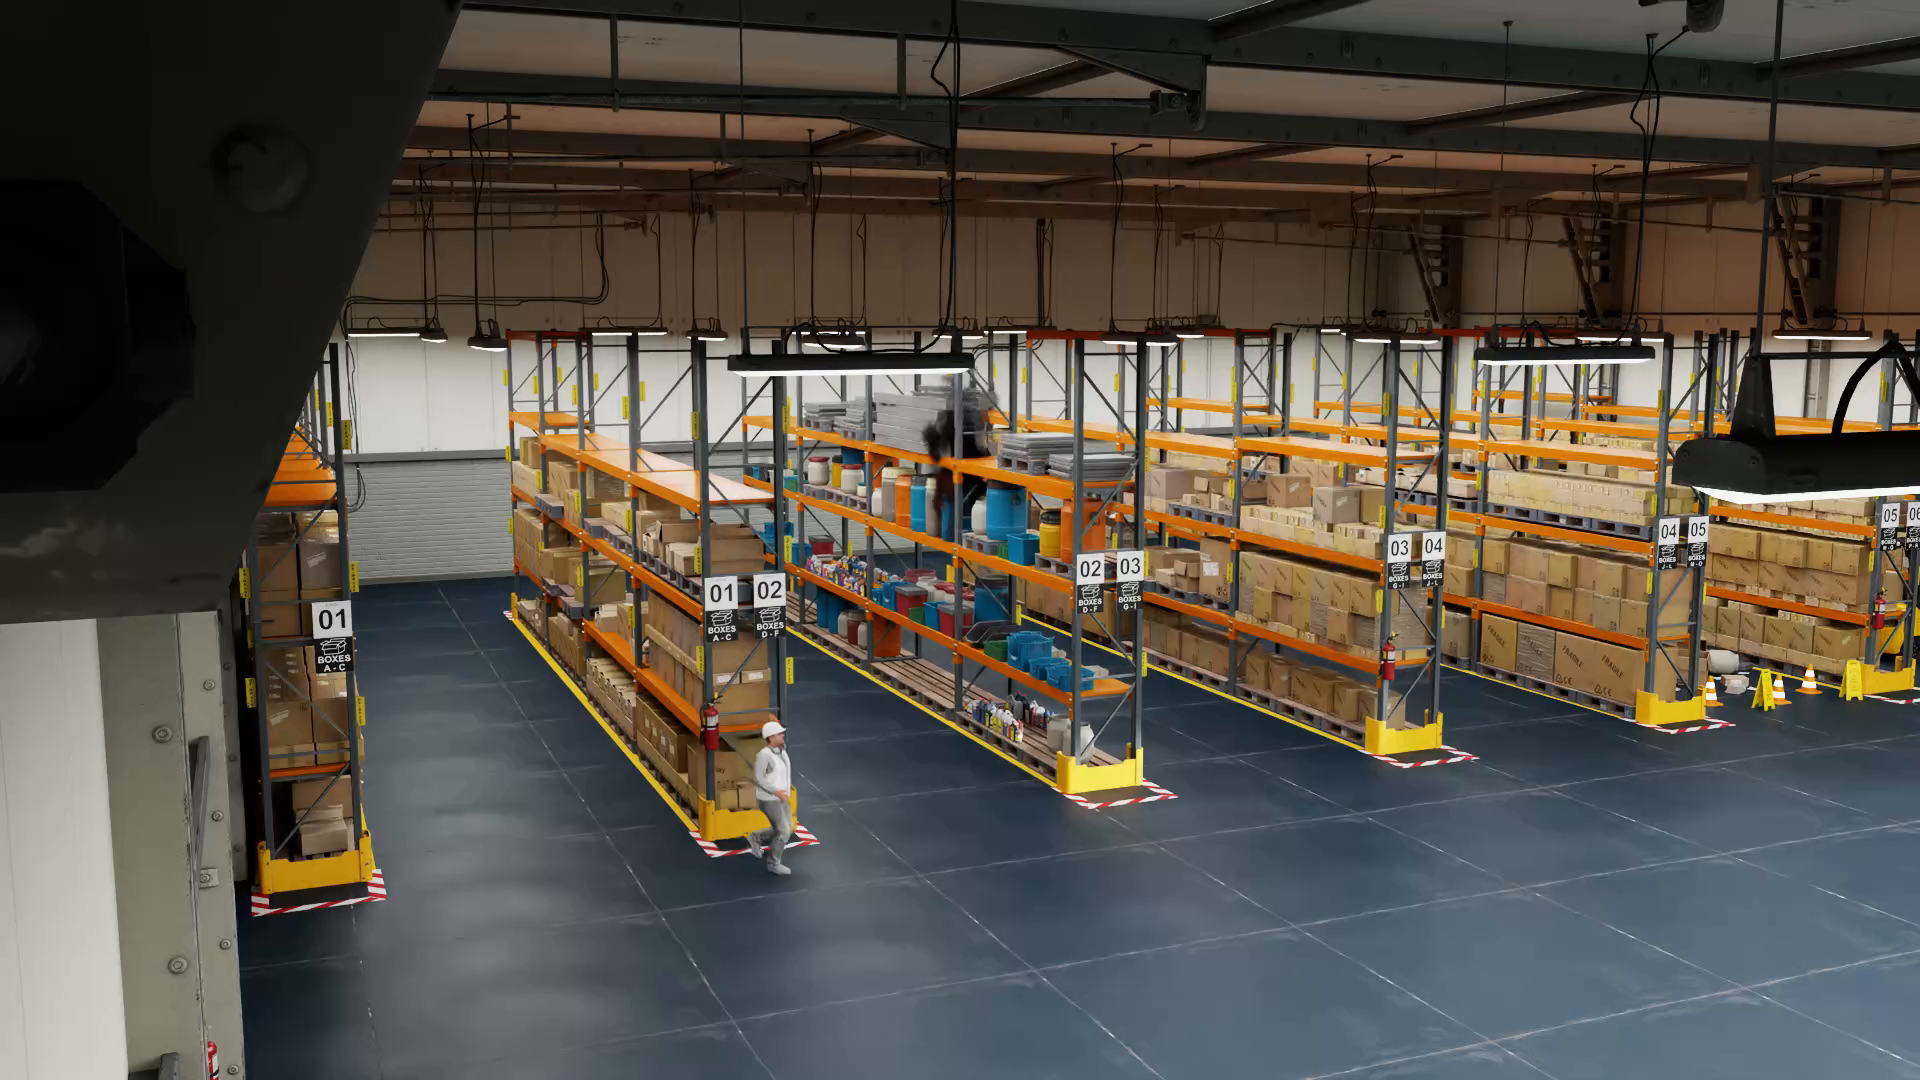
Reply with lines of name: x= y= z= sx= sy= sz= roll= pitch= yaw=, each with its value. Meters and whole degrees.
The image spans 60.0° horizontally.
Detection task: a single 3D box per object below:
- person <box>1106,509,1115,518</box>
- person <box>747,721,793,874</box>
person: x=3.549 y=-0.108 z=41.284 sx=0.661 sy=1.697 sz=0.783 roll=-3 pitch=8 yaw=-20
person: x=-2.170 y=2.924 z=18.976 sx=0.616 sy=1.738 sz=0.703 roll=2 pitch=8 yaw=16
